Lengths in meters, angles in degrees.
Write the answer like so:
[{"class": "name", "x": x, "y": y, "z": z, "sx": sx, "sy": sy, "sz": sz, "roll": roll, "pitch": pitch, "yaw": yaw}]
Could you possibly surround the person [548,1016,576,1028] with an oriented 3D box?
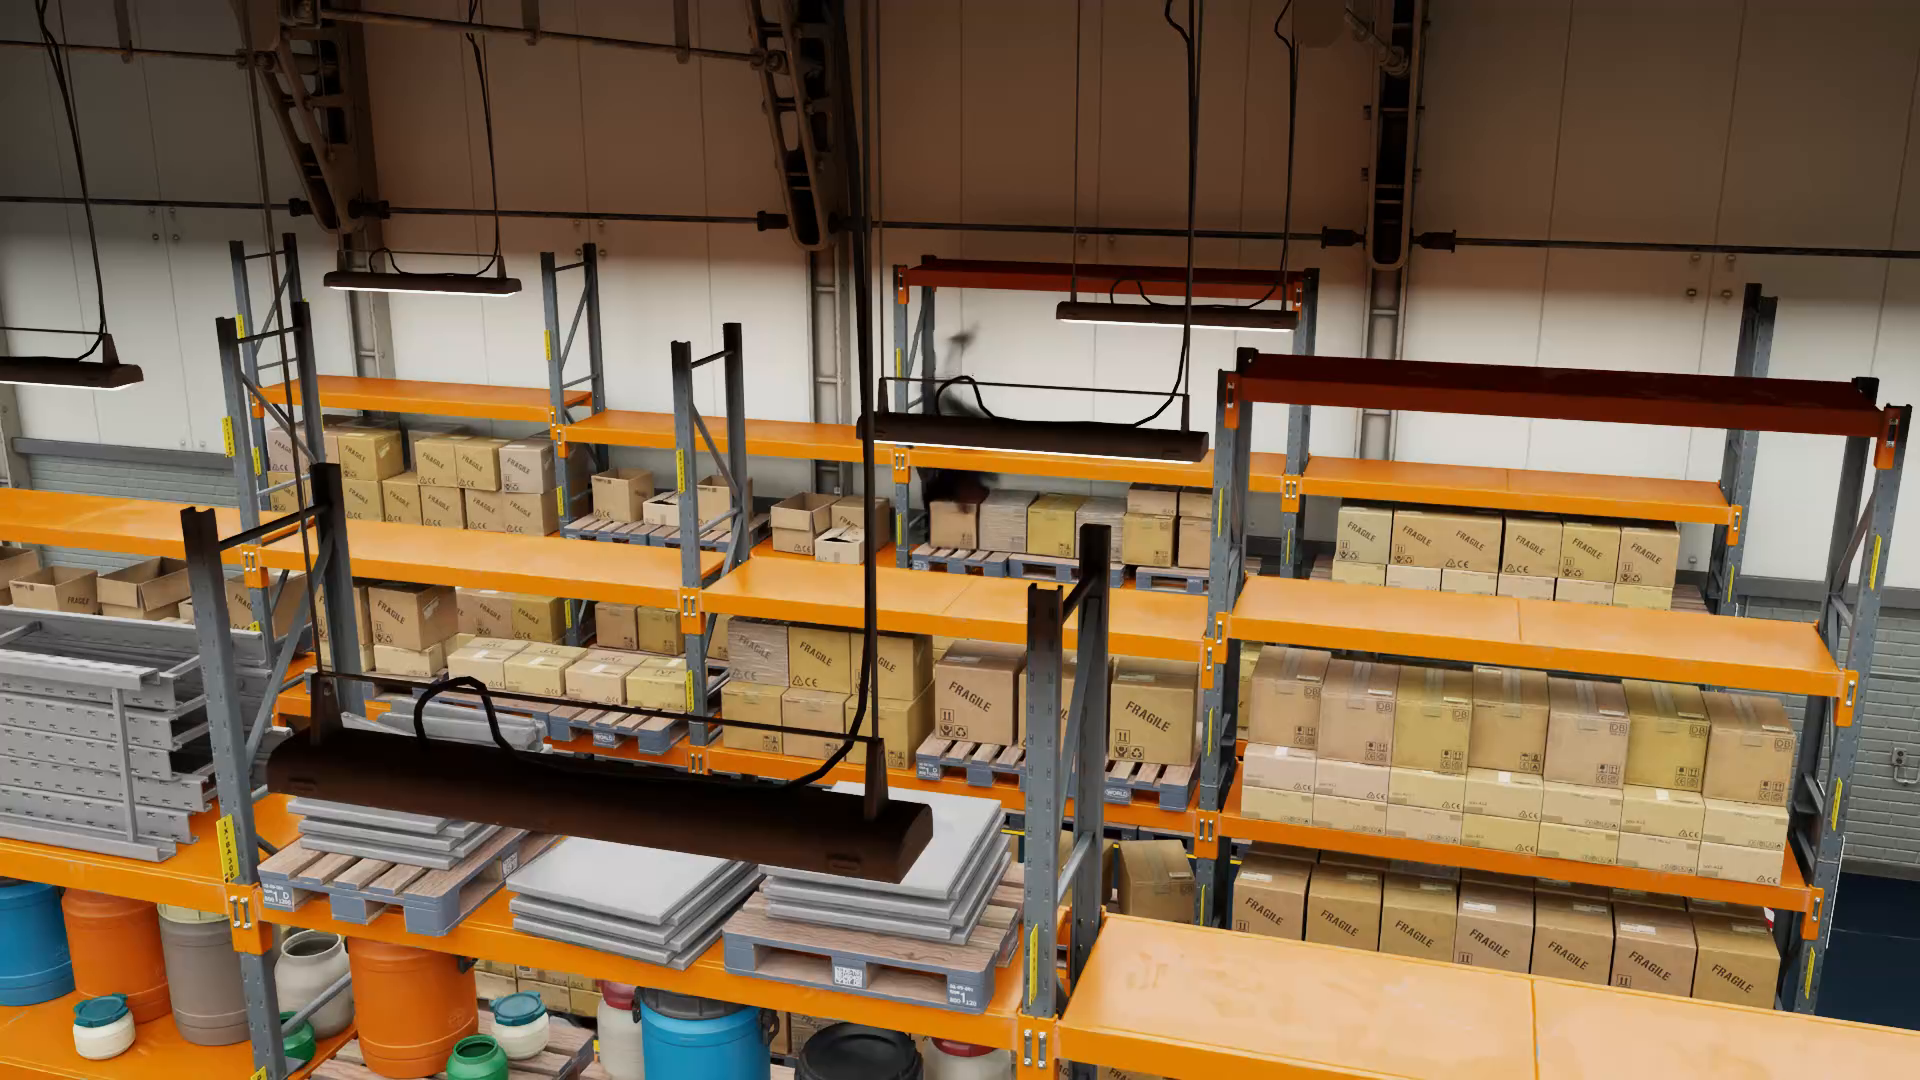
[{"class": "person", "x": -2.787, "y": 4.071, "z": 11.562, "sx": 0.877, "sy": 1.670, "sz": 0.622, "roll": 2, "pitch": 16, "yaw": 6}]
